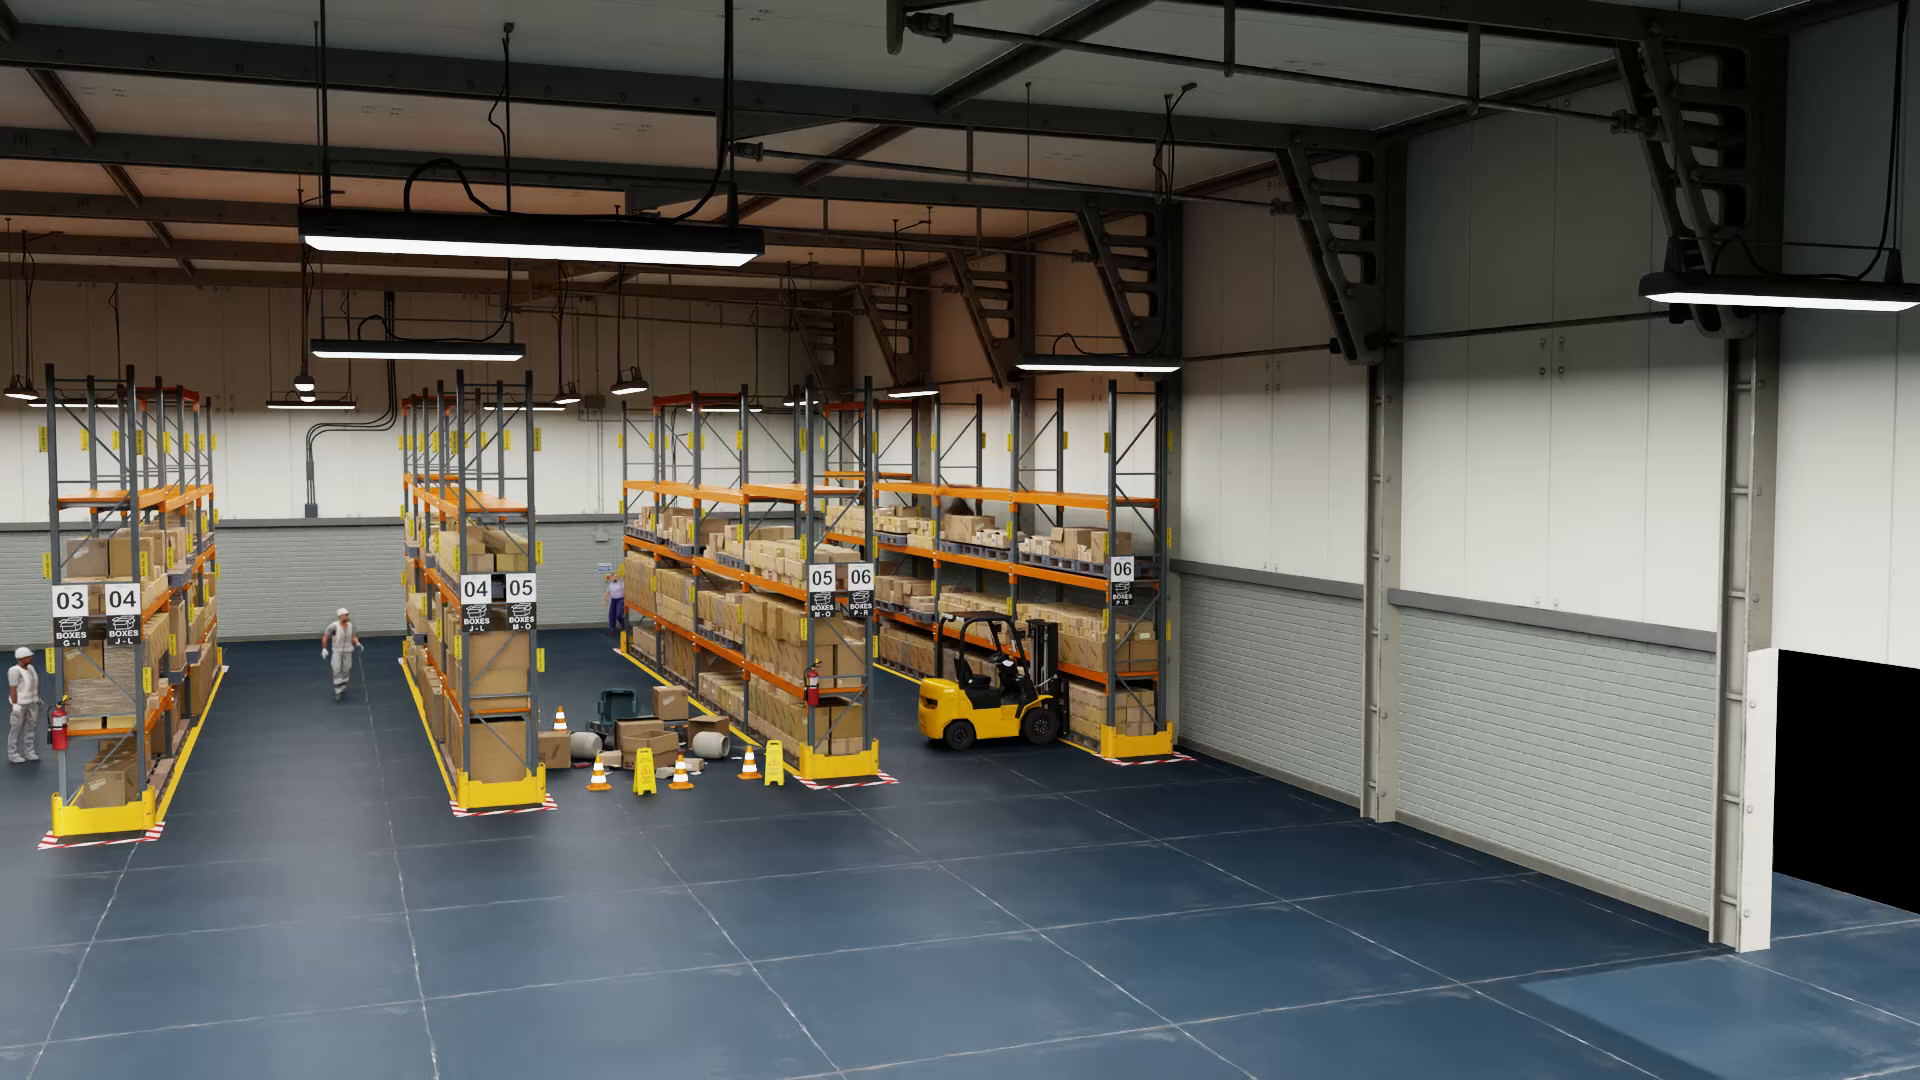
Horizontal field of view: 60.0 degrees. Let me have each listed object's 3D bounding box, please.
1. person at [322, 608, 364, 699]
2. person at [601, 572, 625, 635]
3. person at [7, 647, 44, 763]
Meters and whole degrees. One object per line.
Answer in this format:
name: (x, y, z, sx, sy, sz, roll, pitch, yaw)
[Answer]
person: (-12.196, 2.245, 32.844, 0.764, 1.812, 0.877, -1, 4, -21)
person: (-8.975, 1.657, 43.264, 0.539, 1.643, 0.591, 2, 4, 34)
person: (-14.691, 2.575, 26.130, 0.380, 1.797, 0.608, 1, 3, 16)
